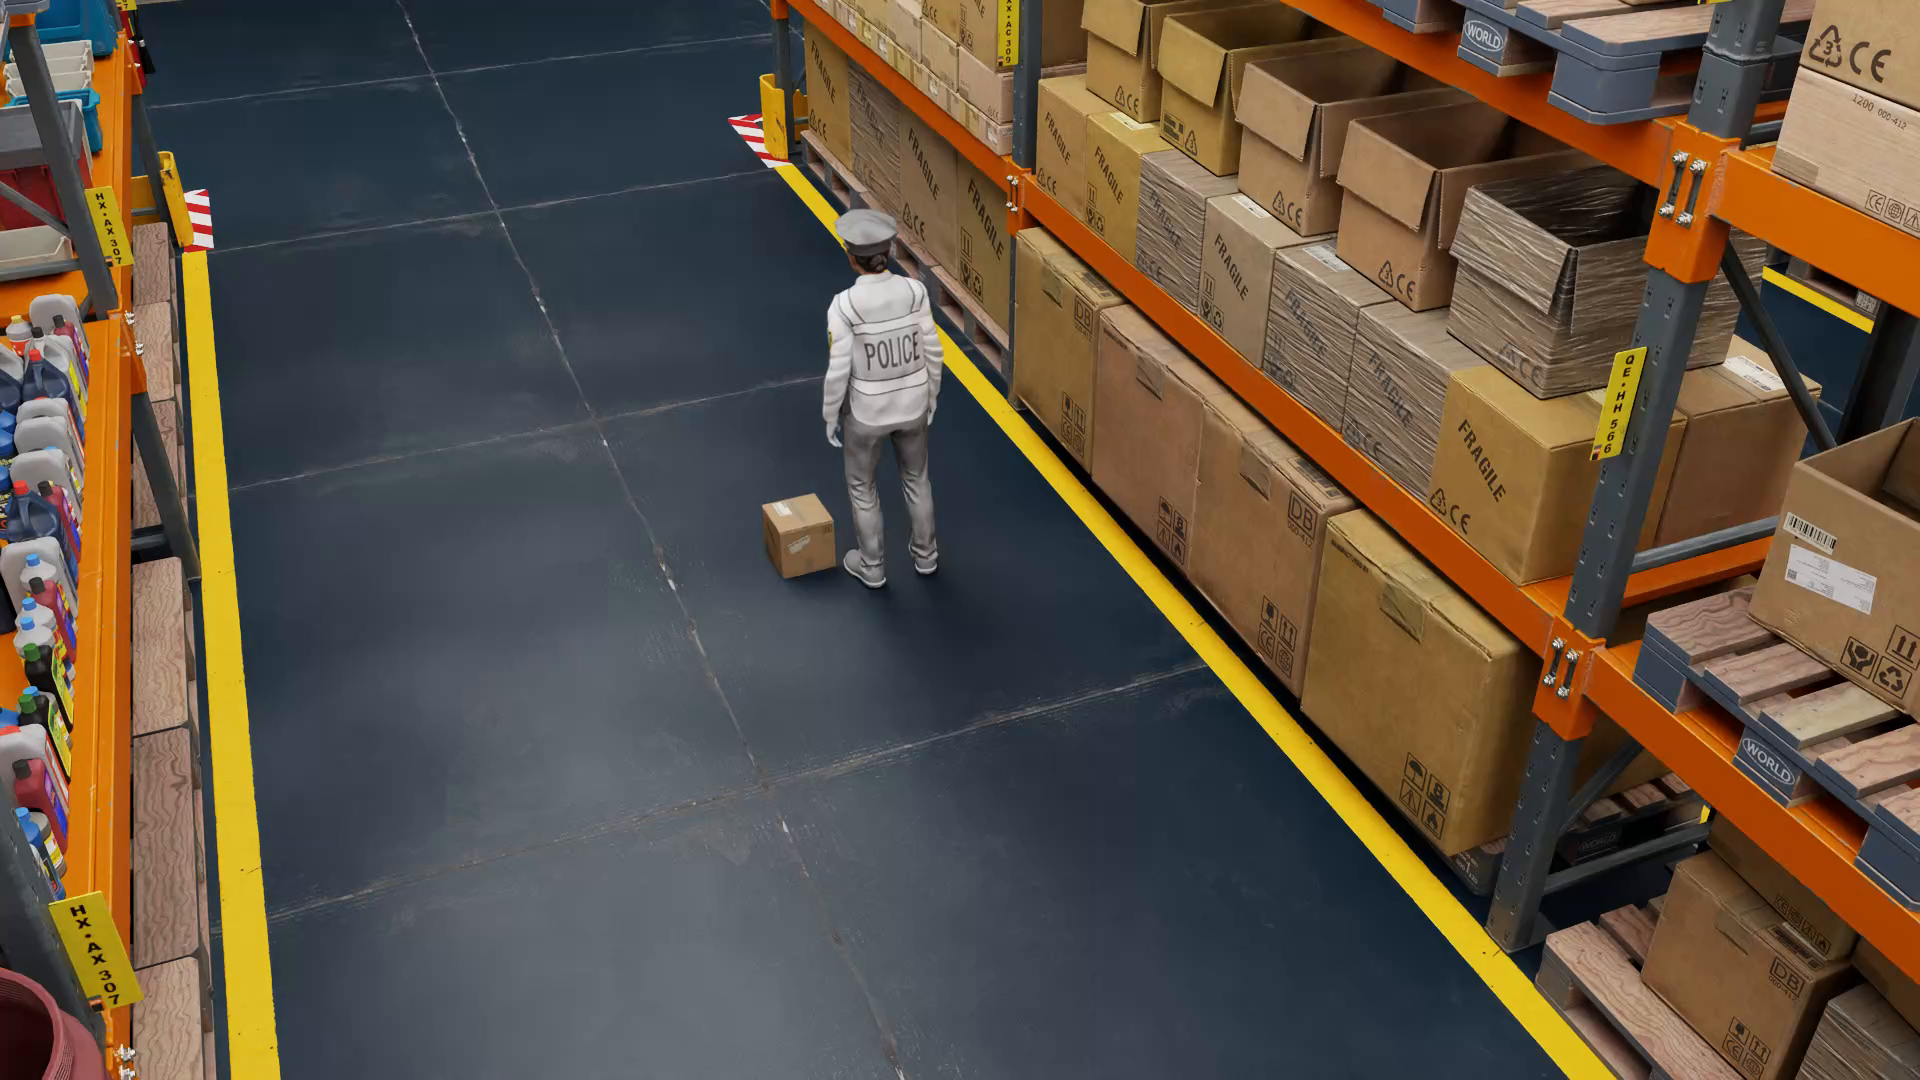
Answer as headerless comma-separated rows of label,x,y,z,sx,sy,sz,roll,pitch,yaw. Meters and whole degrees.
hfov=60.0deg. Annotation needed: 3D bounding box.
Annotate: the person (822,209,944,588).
person,-0.324,-0.550,6.965,0.536,1.662,0.373,-14,36,-20
